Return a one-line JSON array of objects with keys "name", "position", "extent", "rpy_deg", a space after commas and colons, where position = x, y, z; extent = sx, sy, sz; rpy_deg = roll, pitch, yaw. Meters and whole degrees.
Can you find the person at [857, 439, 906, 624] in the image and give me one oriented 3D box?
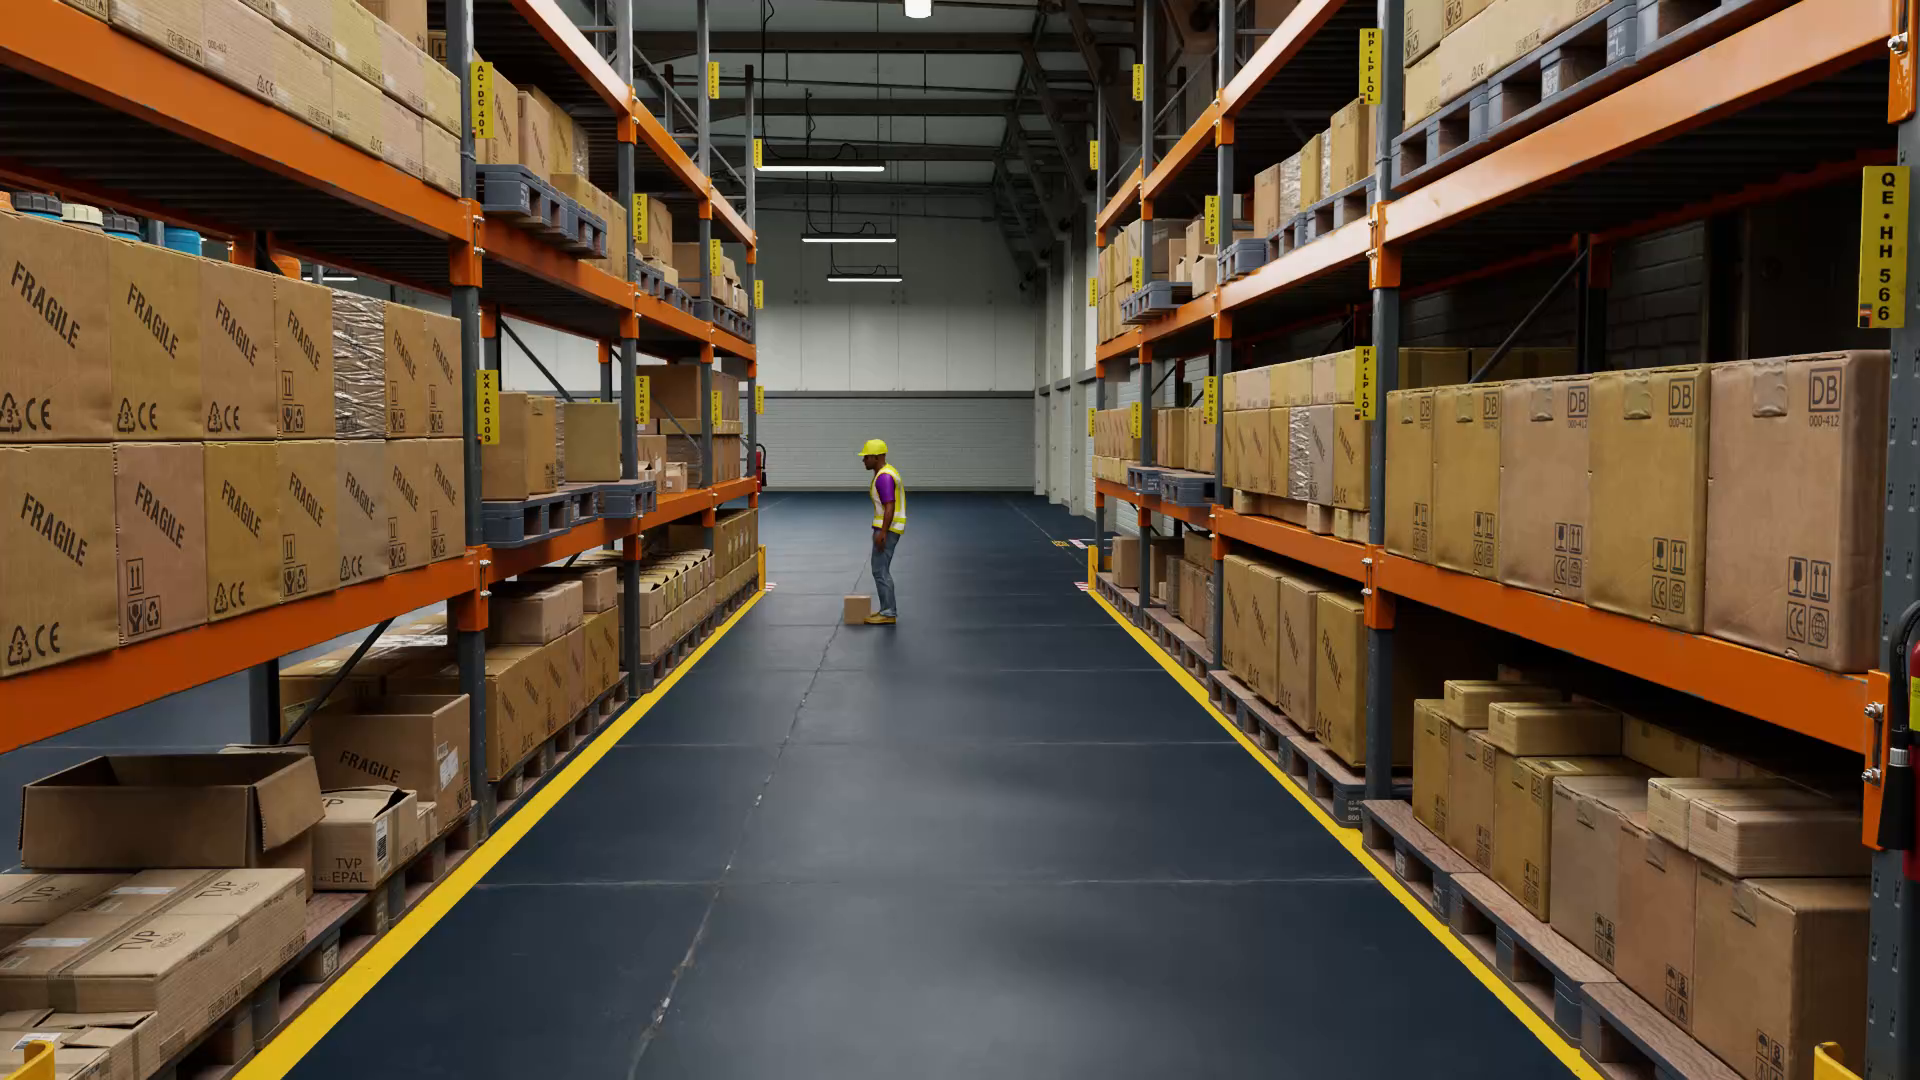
[{"name": "person", "position": [-0.748, -0.084, 15.904], "extent": [0.461, 1.759, 0.632], "rpy_deg": [0, 4, -5]}]
